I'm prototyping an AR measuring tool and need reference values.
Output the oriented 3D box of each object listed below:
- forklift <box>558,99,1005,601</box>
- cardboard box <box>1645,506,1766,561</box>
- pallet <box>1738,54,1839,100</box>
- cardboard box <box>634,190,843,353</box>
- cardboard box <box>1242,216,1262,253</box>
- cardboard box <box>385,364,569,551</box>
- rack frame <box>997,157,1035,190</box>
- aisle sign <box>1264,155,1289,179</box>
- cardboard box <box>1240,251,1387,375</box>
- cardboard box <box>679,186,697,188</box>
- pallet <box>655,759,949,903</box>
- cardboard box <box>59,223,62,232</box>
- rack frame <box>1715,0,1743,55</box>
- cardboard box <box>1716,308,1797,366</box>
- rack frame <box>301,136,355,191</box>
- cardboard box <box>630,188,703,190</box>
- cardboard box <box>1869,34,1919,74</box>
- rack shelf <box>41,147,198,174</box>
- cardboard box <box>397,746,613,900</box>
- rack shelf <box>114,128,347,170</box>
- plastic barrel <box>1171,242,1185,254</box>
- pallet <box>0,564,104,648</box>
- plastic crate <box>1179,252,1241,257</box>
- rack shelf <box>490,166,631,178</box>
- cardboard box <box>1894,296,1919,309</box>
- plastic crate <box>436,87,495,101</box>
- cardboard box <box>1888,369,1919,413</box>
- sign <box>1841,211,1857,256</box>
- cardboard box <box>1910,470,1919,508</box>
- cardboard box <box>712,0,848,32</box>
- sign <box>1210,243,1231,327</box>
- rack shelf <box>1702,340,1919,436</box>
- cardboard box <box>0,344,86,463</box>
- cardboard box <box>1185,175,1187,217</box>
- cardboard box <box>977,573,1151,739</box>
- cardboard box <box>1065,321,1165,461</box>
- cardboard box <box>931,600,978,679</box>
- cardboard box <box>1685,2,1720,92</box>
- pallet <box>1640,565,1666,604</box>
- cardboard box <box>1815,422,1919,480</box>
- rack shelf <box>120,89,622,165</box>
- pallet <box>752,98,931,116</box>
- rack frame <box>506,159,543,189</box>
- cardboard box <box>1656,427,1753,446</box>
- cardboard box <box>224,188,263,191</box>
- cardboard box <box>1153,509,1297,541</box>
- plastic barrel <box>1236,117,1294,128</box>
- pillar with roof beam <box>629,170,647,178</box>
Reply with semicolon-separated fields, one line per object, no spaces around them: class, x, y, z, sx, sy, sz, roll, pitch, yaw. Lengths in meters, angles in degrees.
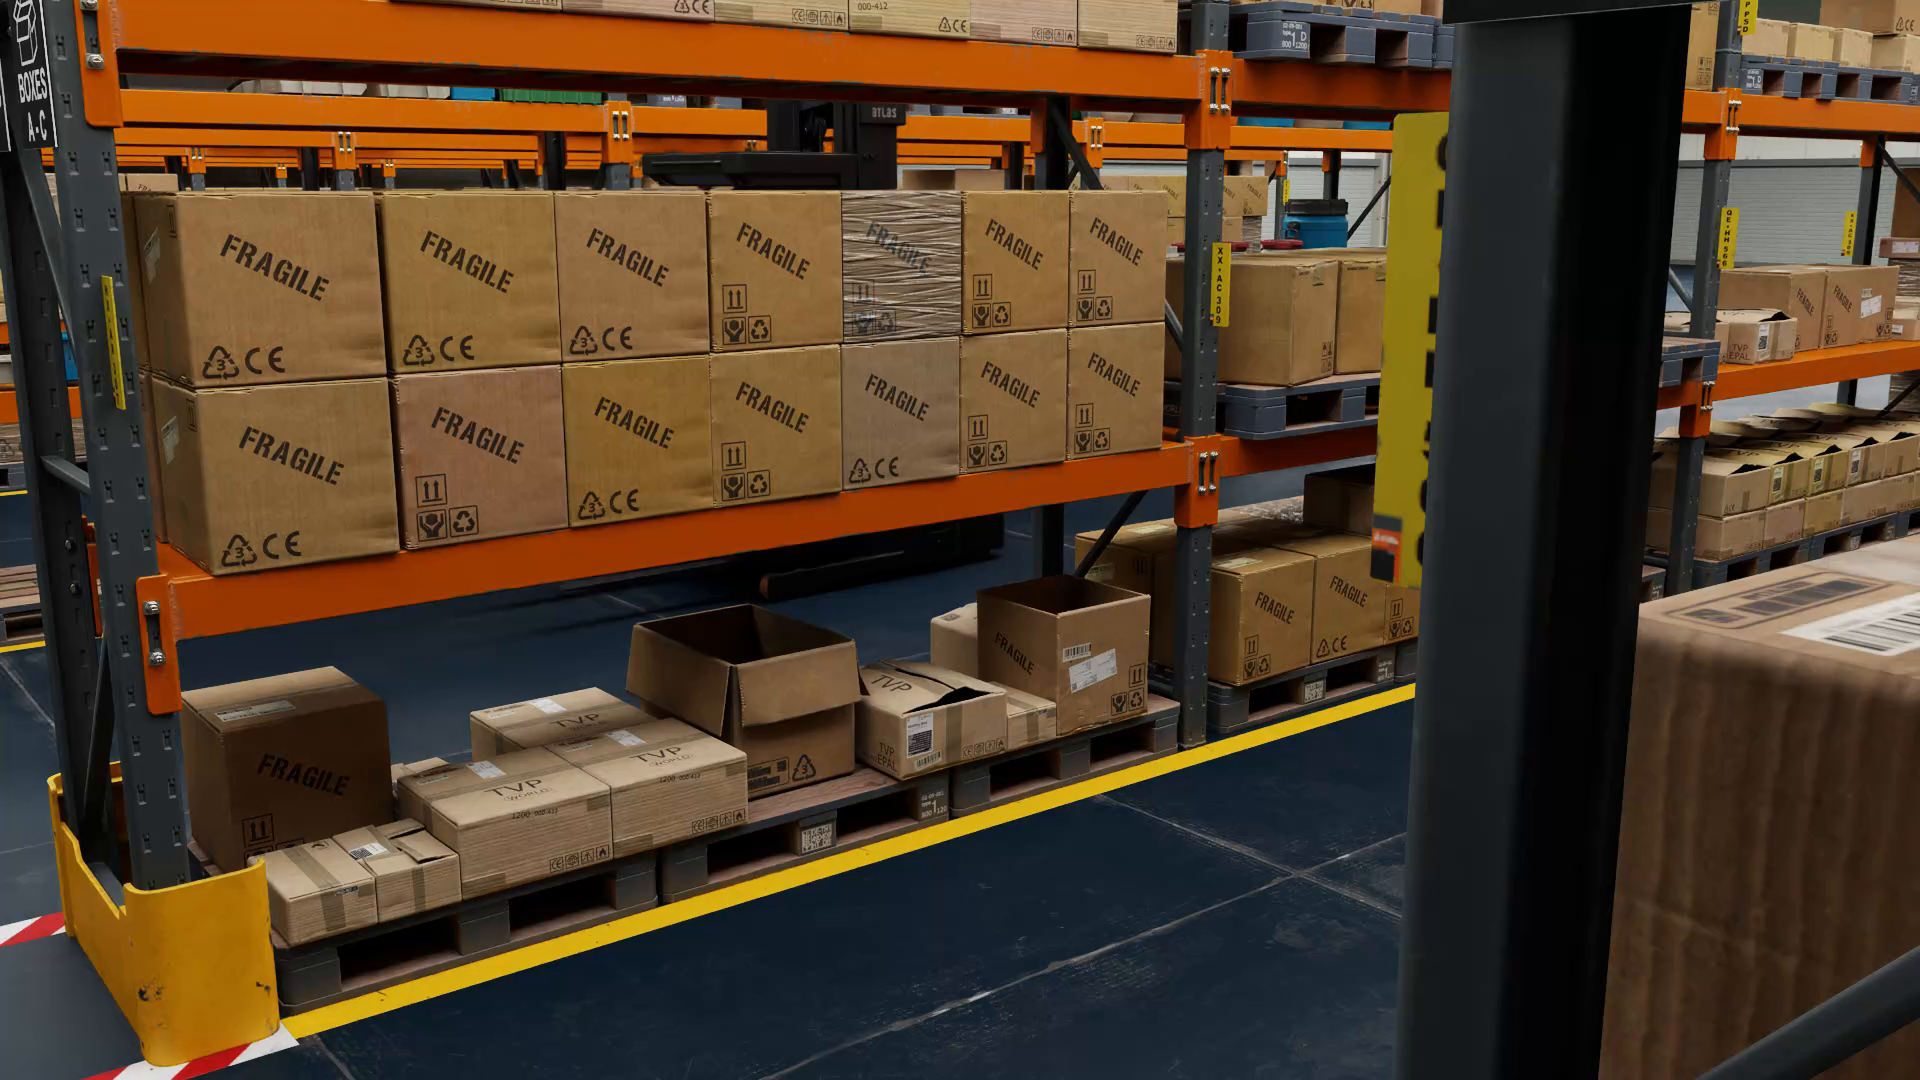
forklift;-1.166;-1.208;9.760;3.031;2.935;1.130;-10;16;-39
cardboard box;4.398;-0.073;9.858;0.500;0.250;0.500;-10;15;-38
pallet;4.280;-2.669;9.711;1.003;0.211;1.213;-9;15;-35
cardboard box;-0.736;-0.906;5.525;0.500;0.500;0.500;-10;15;-38
cardboard box;3.420;-3.965;21.621;0.500;0.500;0.875;-9;15;-38
cardboard box;-1.530;-0.285;5.010;0.500;0.500;0.500;-10;15;-38
rack frame;0.744;-3.318;19.533;0.127;3.000;1.000;-9;15;-38
aisle sign;4.103;-5.068;21.516;0.004;0.787;0.394;-9;15;-38
cardboard box;1.689;-1.052;7.609;0.500;0.500;0.700;-7;14;-29
cardboard box;-4.556;-5.694;27.356;0.500;0.500;0.700;-9;15;-37
pallet;-0.808;0.940;6.197;1.213;0.211;1.003;-9;15;-38
cardboard box;-9.519;-3.052;17.323;0.500;0.500;0.500;-10;15;-38
rack frame;3.806;-4.126;8.897;0.127;3.000;1.000;-9;15;-38
cardboard box;4.625;-1.233;9.928;0.500;0.311;0.500;-10;15;-38
rack frame;-5.503;-2.280;14.645;0.127;3.000;1.000;-9;15;-38
cardboard box;-2.961;-3.246;16.540;0.637;0.503;0.797;-9;15;-36
cardboard box;6.015;-3.160;10.918;0.500;0.250;0.500;-11;17;-43
rack shelf;-10.085;-3.953;17.036;4.000;0.370;1.077;-9;15;-38
cardboard box;-1.449;0.887;5.292;0.500;0.250;0.500;-9;15;-38
rack shelf;-7.065;-3.136;13.186;4.000;0.370;1.077;-9;15;-38
plastic barrel;2.043;-2.341;14.606;0.433;0.535;0.433;0;12;0
pallet;-4.864;0.306;9.181;1.213;0.211;1.003;-9;15;-38
plastic crate;2.167;-2.187;14.053;0.583;0.464;0.402;-9;15;-38
rack shelf;-6.989;-7.105;31.877;4.000;0.370;1.077;-9;15;-38
cardboard box;6.572;-1.567;11.646;0.500;0.250;0.500;-8;15;-34
plastic crate;-2.921;-2.692;9.767;0.300;0.233;0.416;-9;15;-38
cardboard box;7.553;-1.097;12.875;0.500;0.500;0.500;-9;15;-38
sign;6.581;-2.263;12.289;0.005;0.325;0.100;-9;15;-38
cardboard box;6.390;-0.405;11.424;0.500;0.250;0.500;-10;15;-39
cardboard box;-0.707;-1.767;5.368;0.500;0.250;0.500;-9;15;-38
sign;1.027;-1.009;6.576;0.005;0.325;0.100;-9;15;-38
rack shelf;5.368;-1.099;10.817;4.000;0.370;1.077;-9;15;-38
cardboard box;-7.466;-1.141;13.386;0.875;0.875;0.875;-9;15;-38
cardboard box;2.813;-4.279;20.694;0.500;0.500;0.500;-9;15;-38
cardboard box;0.415;0.455;6.725;0.500;0.500;0.500;-9;15;-38
cardboard box;0.452;-0.615;6.564;0.500;0.500;0.500;-9;15;-37
cardboard box;0.219;0.447;7.218;0.500;0.311;0.500;-9;15;-38
cardboard box;3.486;-2.646;8.906;0.500;0.500;0.910;-9;15;-38
pallet;3.199;0.263;9.382;1.213;0.211;1.003;-9;15;-38
cardboard box;5.999;-0.614;11.056;0.500;0.311;0.500;-9;15;-38
rack shelf;-3.971;-2.333;9.402;4.000;0.370;1.077;-9;15;-38
pallet;-0.974;-3.117;11.818;1.213;0.211;1.003;-9;15;-38
rack frame;-5.399;-3.617;20.939;0.127;3.000;1.000;-9;15;-38
cardboard box;4.859;-0.568;10.841;0.500;0.311;0.500;-10;15;-38
cardboard box;-9.998;-4.639;23.107;0.500;0.500;0.500;-10;15;-39
cardboard box;1.280;0.161;8.106;0.500;0.500;0.500;-9;15;-37
plastic barrel;2.555;-3.956;14.111;0.708;0.901;0.600;-9;15;-38
pillar with roof beam;-3.845;-8.541;29.688;0.400;9.000;9.100;-9;15;-38
